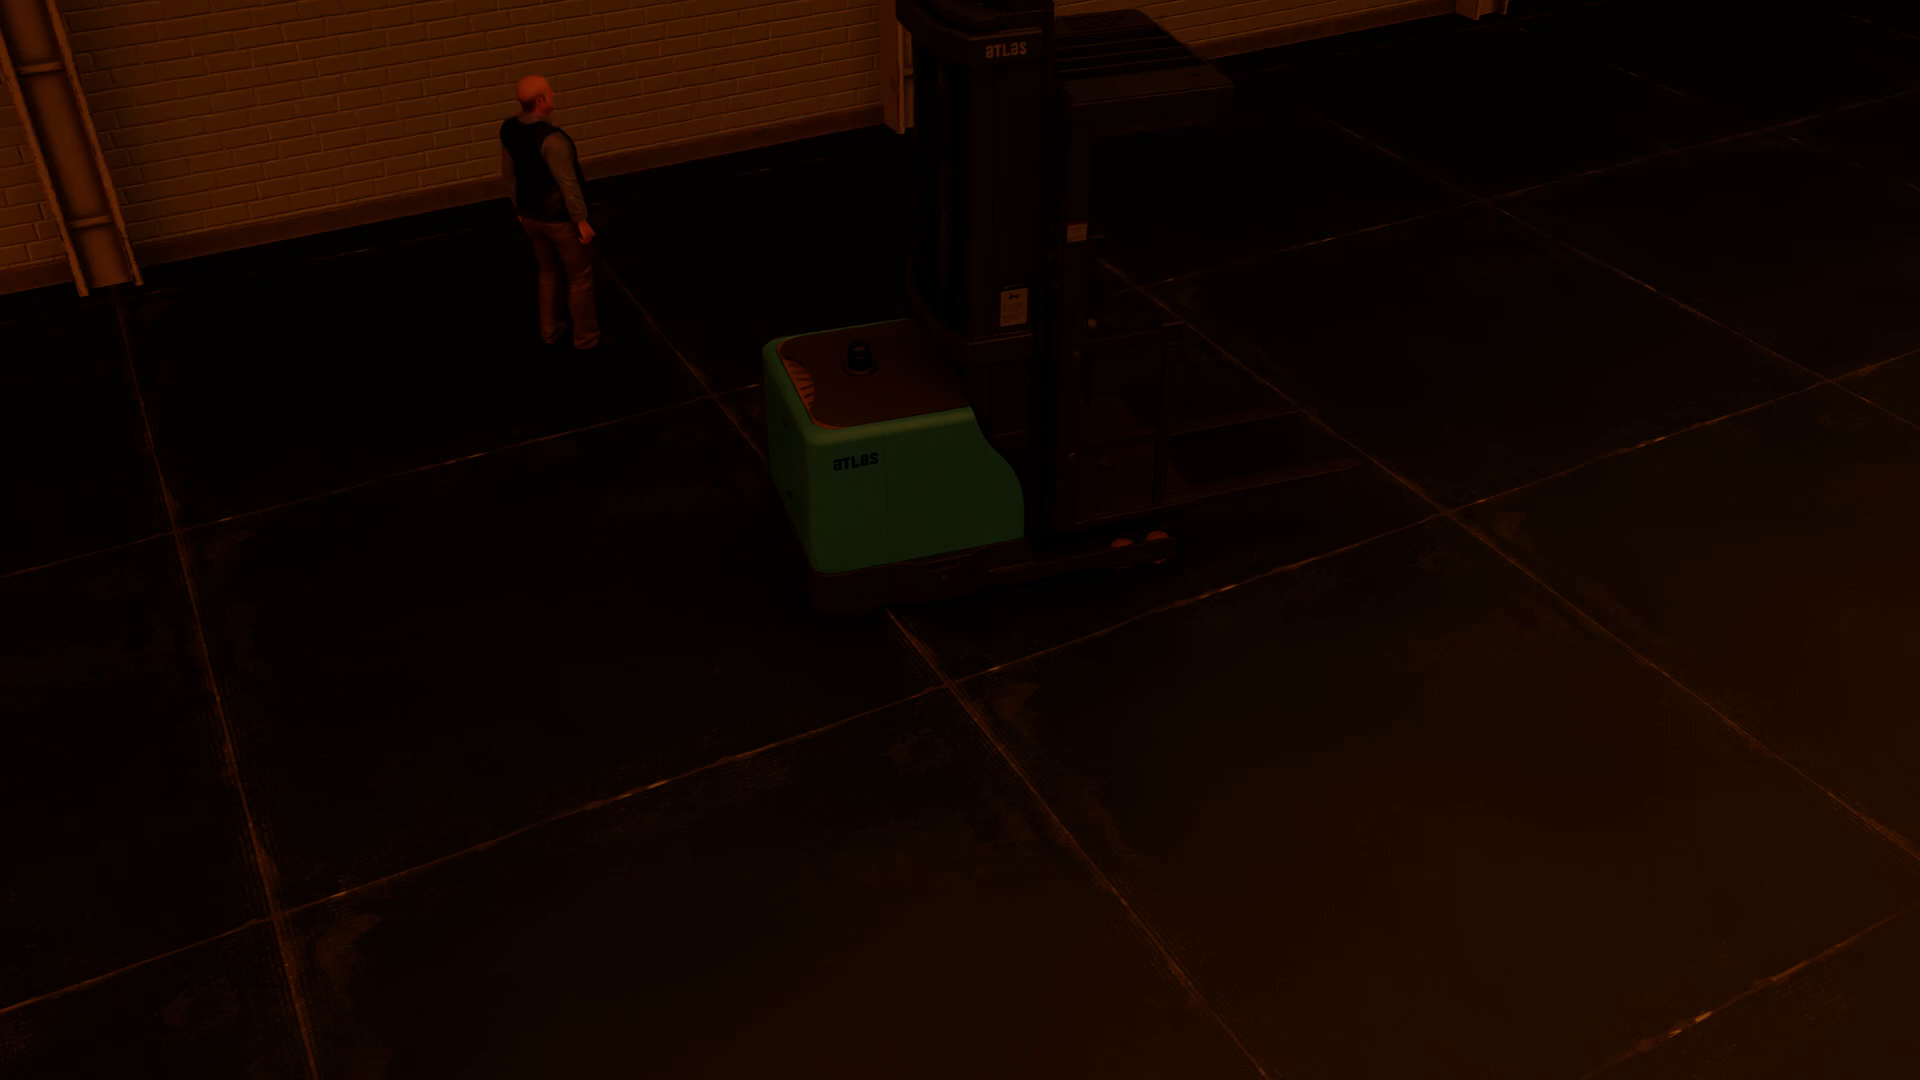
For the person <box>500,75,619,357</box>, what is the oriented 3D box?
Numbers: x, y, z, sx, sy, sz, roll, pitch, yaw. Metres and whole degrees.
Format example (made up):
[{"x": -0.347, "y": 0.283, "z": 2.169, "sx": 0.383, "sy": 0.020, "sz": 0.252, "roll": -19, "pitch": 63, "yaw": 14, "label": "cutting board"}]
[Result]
[{"x": -2.397, "y": -1.927, "z": 9.899, "sx": 0.580, "sy": 1.725, "sz": 0.387, "roll": 20, "pitch": 40, "yaw": 25, "label": "person"}]

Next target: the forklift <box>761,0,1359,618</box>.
[{"x": 0.581, "y": -1.319, "z": 7.989, "sx": 3.031, "sy": 2.935, "sz": 1.130, "roll": -11, "pitch": 37, "yaw": -15, "label": "forklift"}]
